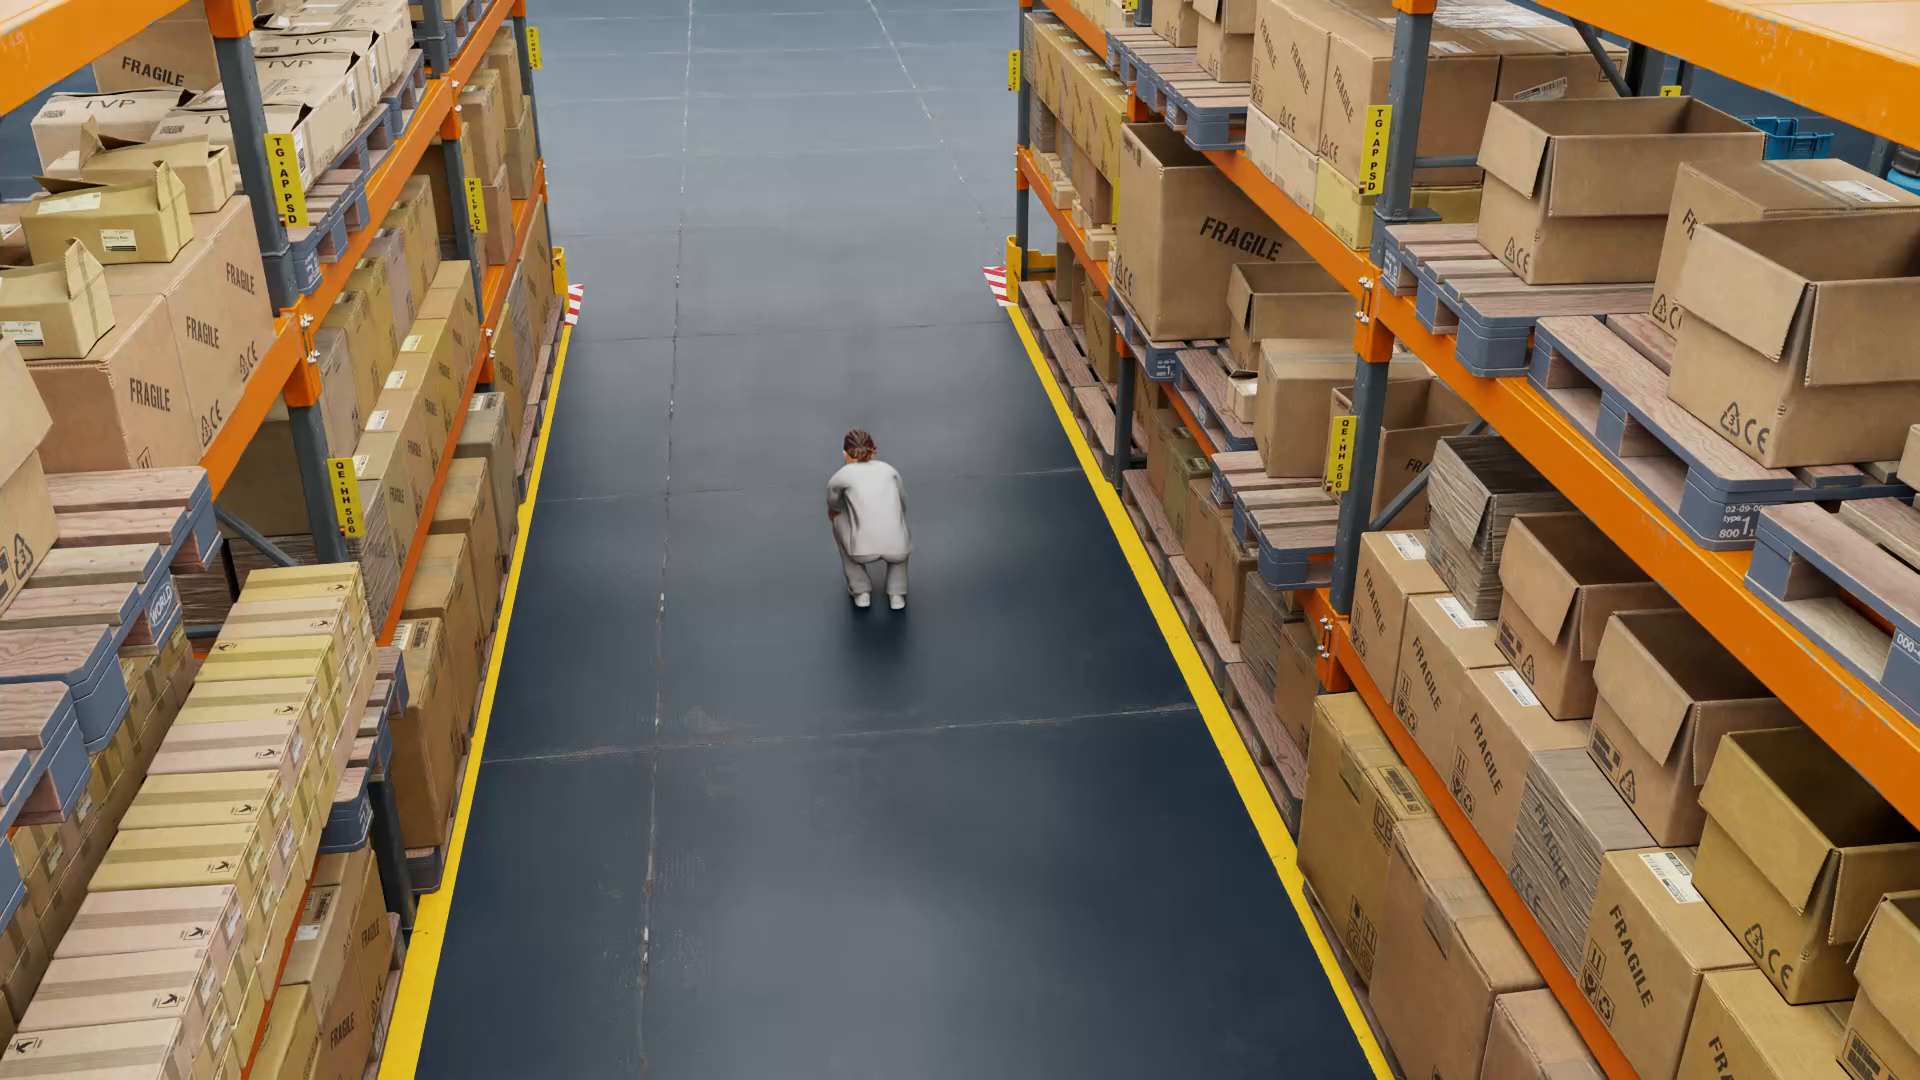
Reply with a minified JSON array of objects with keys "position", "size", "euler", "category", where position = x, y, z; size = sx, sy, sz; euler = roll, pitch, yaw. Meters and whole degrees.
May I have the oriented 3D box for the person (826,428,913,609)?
[{"position":[-0.523,-0.117,9.661],"size":[0.491,0.936,0.793],"euler":[-4,27,-7],"category":"person"}]
